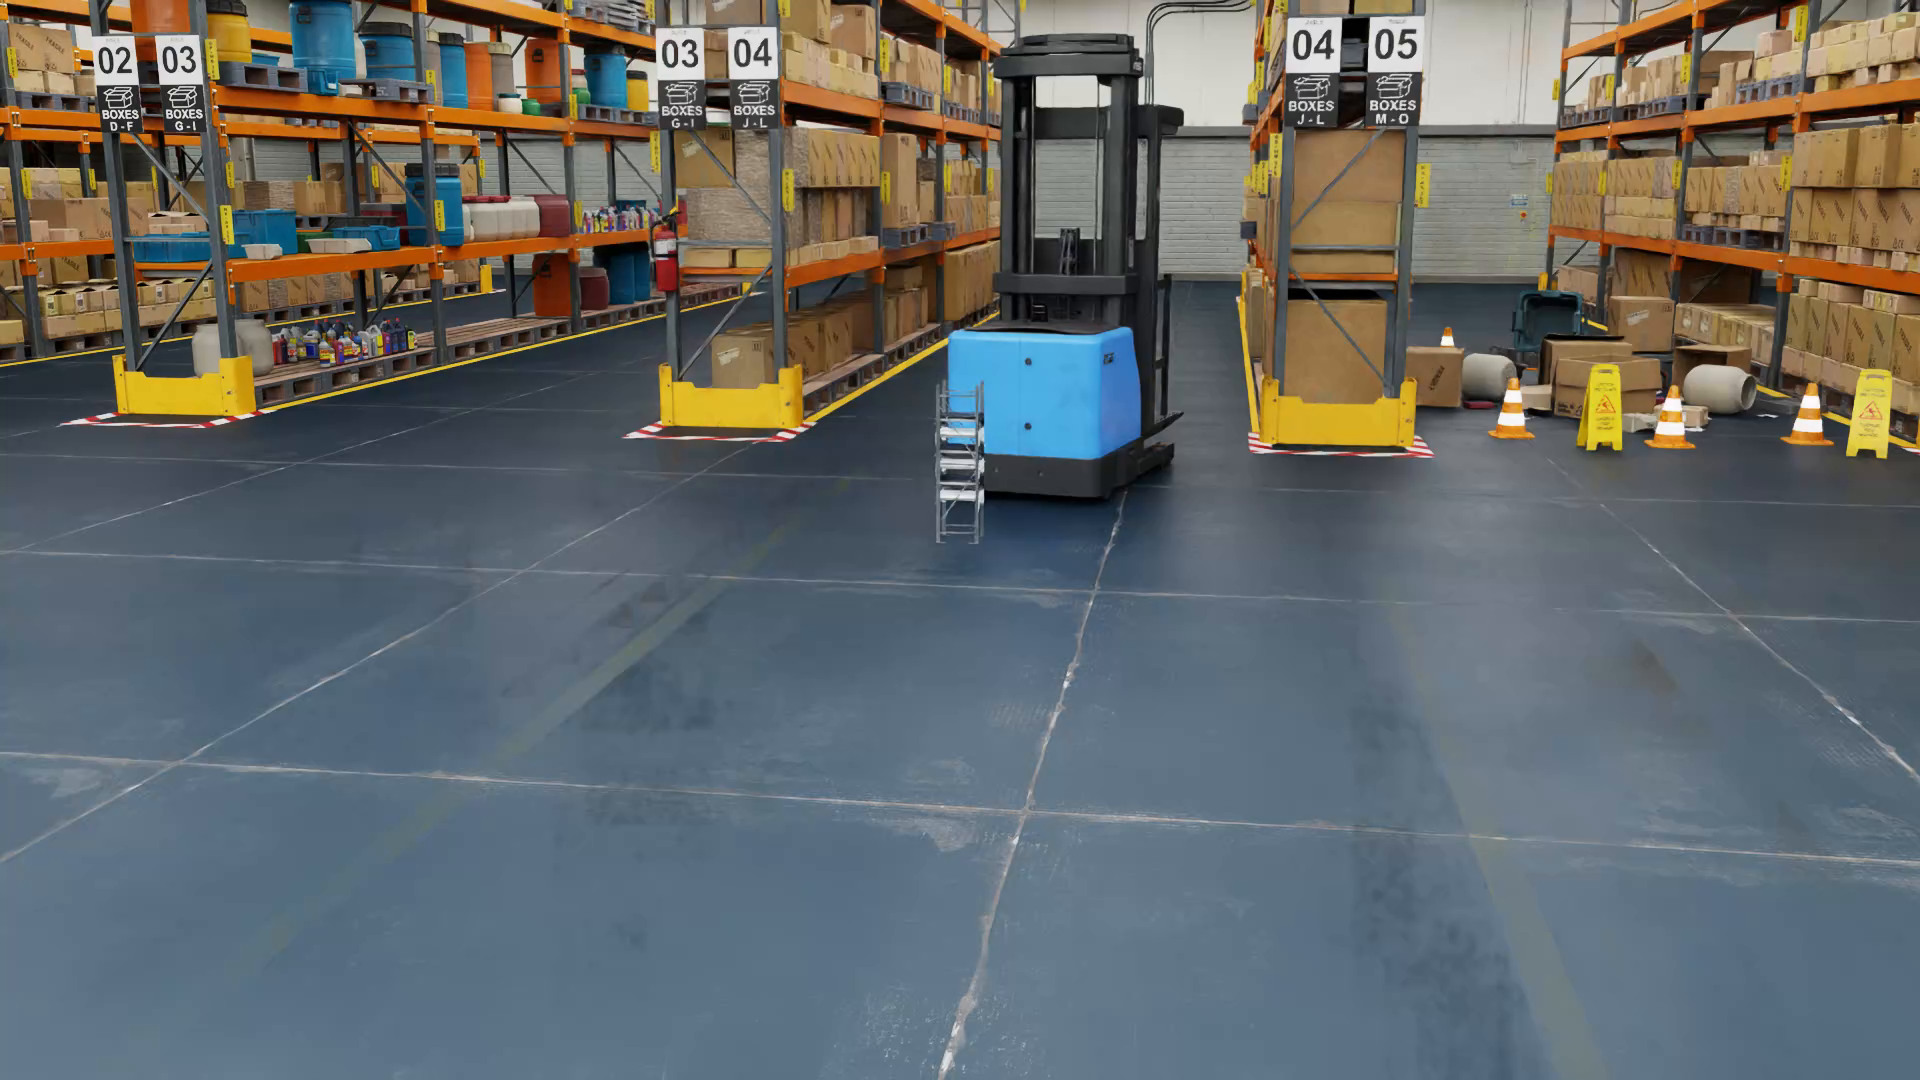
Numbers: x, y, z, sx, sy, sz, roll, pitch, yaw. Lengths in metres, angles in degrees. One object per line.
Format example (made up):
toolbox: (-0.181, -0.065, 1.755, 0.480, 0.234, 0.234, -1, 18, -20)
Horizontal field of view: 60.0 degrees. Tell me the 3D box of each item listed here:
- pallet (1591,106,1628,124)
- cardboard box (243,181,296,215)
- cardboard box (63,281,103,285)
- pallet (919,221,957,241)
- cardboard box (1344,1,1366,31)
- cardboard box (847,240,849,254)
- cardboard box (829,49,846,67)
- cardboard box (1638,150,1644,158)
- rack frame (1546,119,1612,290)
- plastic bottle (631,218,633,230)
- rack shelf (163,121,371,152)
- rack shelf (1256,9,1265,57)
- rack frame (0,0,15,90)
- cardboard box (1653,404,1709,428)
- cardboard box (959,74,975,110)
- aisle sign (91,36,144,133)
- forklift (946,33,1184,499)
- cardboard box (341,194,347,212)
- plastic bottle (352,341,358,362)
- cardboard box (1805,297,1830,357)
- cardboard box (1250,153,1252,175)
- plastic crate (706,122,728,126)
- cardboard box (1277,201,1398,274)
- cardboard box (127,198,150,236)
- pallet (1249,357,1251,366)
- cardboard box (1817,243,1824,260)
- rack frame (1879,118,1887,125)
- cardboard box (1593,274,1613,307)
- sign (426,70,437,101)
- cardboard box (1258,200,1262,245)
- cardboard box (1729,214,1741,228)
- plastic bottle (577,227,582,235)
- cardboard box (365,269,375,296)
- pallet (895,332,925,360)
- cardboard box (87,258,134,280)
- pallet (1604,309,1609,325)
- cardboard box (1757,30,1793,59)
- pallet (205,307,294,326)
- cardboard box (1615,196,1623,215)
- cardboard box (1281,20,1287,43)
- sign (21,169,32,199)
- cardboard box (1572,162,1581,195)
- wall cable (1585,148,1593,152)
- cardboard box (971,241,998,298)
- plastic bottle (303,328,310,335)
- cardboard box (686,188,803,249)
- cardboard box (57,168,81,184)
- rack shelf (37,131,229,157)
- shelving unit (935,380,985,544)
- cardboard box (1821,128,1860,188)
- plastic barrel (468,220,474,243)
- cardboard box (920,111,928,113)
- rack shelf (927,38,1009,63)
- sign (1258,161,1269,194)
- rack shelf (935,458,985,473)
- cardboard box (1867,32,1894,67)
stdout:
pallet: (9.843, -6.195, 24.209, 1.003, 0.211, 1.213, 2, 12, 9)
cardboard box: (-10.174, -4.985, 24.271, 0.700, 0.500, 0.500, 4, 13, 19)
cardboard box: (-11.091, -3.125, 21.073, 0.500, 0.311, 0.500, 2, 12, 8)
pallet: (-0.705, -3.845, 20.669, 1.213, 0.211, 1.003, 2, 12, 9)
cardboard box: (3.359, -4.234, 13.314, 0.500, 0.250, 0.500, 2, 12, 8)
cardboard box: (-1.301, -2.875, 16.312, 0.380, 0.149, 0.250, 2, 12, 9)
cardboard box: (-1.278, -4.494, 15.516, 0.380, 0.149, 0.250, 2, 12, 11)
cardboard box: (10.035, -5.568, 24.059, 0.380, 0.149, 0.250, 2, 12, 9)
rack frame: (10.322, -5.435, 27.591, 1.000, 3.000, 0.127, 2, 12, 9)
plastic bottle: (-4.866, -4.660, 24.467, 0.097, 0.201, 0.097, 0, 12, 0)
rack shelf: (-10.181, -5.943, 24.538, 1.077, 0.370, 4.000, 2, 12, 9)
rack shelf: (4.493, -6.710, 21.928, 1.077, 0.370, 4.000, 2, 12, 9)
rack frame: (-11.104, -6.512, 18.350, 1.000, 3.000, 0.127, 2, 12, 9)
cardboard box: (6.067, -1.048, 14.005, 0.380, 0.149, 0.250, 10, 15, 38)
cardboard box: (-0.165, -6.522, 24.284, 0.700, 0.500, 0.500, 2, 12, 10)
aisle sign: (-7.129, -3.851, 14.072, 0.394, 0.787, 0.004, 2, 12, 9)
forklift: (0.908, -1.959, 11.624, 1.130, 2.935, 3.031, 5, 13, 20)
cardboard box: (-10.050, -5.406, 27.221, 0.500, 0.500, 0.500, 2, 12, 10)
plastic bottle: (-6.155, -1.913, 16.847, 0.097, 0.201, 0.097, 0, 12, 0)
cardboard box: (8.048, -1.938, 15.118, 0.500, 0.500, 0.500, 2, 12, 11)
cardboard box: (4.836, -5.853, 26.216, 0.500, 0.500, 0.500, 1, 12, 7)
plastic crate: (-4.234, -7.064, 28.536, 0.450, 0.188, 0.336, 2, 12, 9)
cardboard box: (2.967, -2.395, 13.132, 0.875, 0.550, 0.550, 2, 12, 9)
cardboard box: (-10.730, -4.111, 21.212, 0.500, 0.500, 0.500, 1, 12, 6)
pallet: (3.799, -2.131, 18.878, 1.003, 0.211, 1.213, 2, 12, 9)
cardboard box: (8.113, -2.648, 15.257, 0.380, 0.149, 0.250, 2, 12, 8)
rack frame: (15.227, -5.275, 26.848, 1.000, 3.000, 0.127, 2, 12, 9)
cardboard box: (9.909, -3.682, 24.543, 0.875, 0.438, 0.875, 2, 12, 8)
sign: (-5.668, -4.869, 17.824, 0.100, 0.325, 0.005, 2, 12, 9)
cardboard box: (3.617, -3.558, 18.647, 0.500, 0.500, 0.500, 2, 12, 8)
cardboard box: (8.561, -3.455, 18.006, 0.380, 0.149, 0.250, 2, 12, 10)
plastic bottle: (-5.209, -4.270, 22.480, 0.152, 0.276, 0.135, 2, 12, 9)
cardboard box: (-9.666, -4.126, 26.407, 0.500, 0.500, 0.500, 2, 12, 8)
pallet: (-1.012, -2.311, 19.717, 1.003, 0.211, 1.213, 2, 12, 9)
cardboard box: (-14.552, -4.540, 28.377, 0.700, 0.500, 0.500, 2, 12, 9)
pallet: (9.663, -3.076, 23.264, 1.003, 0.211, 1.213, 2, 12, 9)
cardboard box: (8.575, -5.117, 17.170, 0.500, 0.250, 0.500, 2, 12, 10)
pallet: (-10.336, -3.203, 23.855, 1.003, 0.211, 1.213, 2, 12, 9)
cardboard box: (9.308, -4.581, 22.800, 0.500, 0.250, 0.500, 2, 12, 10)
cardboard box: (2.671, -3.921, 12.810, 0.380, 0.149, 0.250, 2, 12, 9)
sign: (-10.555, -4.024, 18.801, 0.100, 0.325, 0.005, 2, 12, 9)
cardboard box: (9.747, -5.562, 25.573, 0.500, 0.500, 0.500, 2, 12, 9)
wall cable: (12.569, -7.062, 32.732, 0.588, 1.984, 0.122, 2, 12, 9)
cardboard box: (0.095, -4.224, 26.022, 0.875, 0.875, 0.875, 2, 12, 9)
plastic bottle: (-6.839, -2.078, 17.421, 0.061, 0.283, 0.133, 2, 12, 11)
cardboard box: (-1.819, -2.733, 14.111, 0.875, 0.500, 0.500, 2, 12, 9)
cardboard box: (-14.588, -5.870, 26.838, 0.500, 0.250, 0.500, 2, 12, 10)
rack shelf: (-14.461, -6.935, 29.143, 1.077, 0.370, 4.000, 2, 12, 9)
shelving unit: (0.001, -0.442, 9.406, 0.258, 0.900, 0.210, 2, 12, 9)
cardboard box: (7.990, -3.326, 14.489, 0.700, 0.500, 0.500, 2, 12, 7)
plastic barrel: (-5.855, -3.621, 19.504, 0.301, 0.262, 0.301, 0, 12, 0)
cardboard box: (-0.674, -5.168, 19.591, 0.500, 0.250, 0.500, 2, 12, 10)
rack shelf: (0.222, -7.725, 26.635, 1.077, 0.370, 4.000, 2, 12, 9)
sign: (3.032, -3.619, 16.605, 0.100, 0.325, 0.005, 2, 12, 9)
rack shelf: (0.001, -0.409, 9.413, 0.258, 0.077, 0.200, 2, 12, 9)
cardboard box: (7.903, -4.076, 13.815, 0.500, 0.250, 0.500, 2, 12, 9)
